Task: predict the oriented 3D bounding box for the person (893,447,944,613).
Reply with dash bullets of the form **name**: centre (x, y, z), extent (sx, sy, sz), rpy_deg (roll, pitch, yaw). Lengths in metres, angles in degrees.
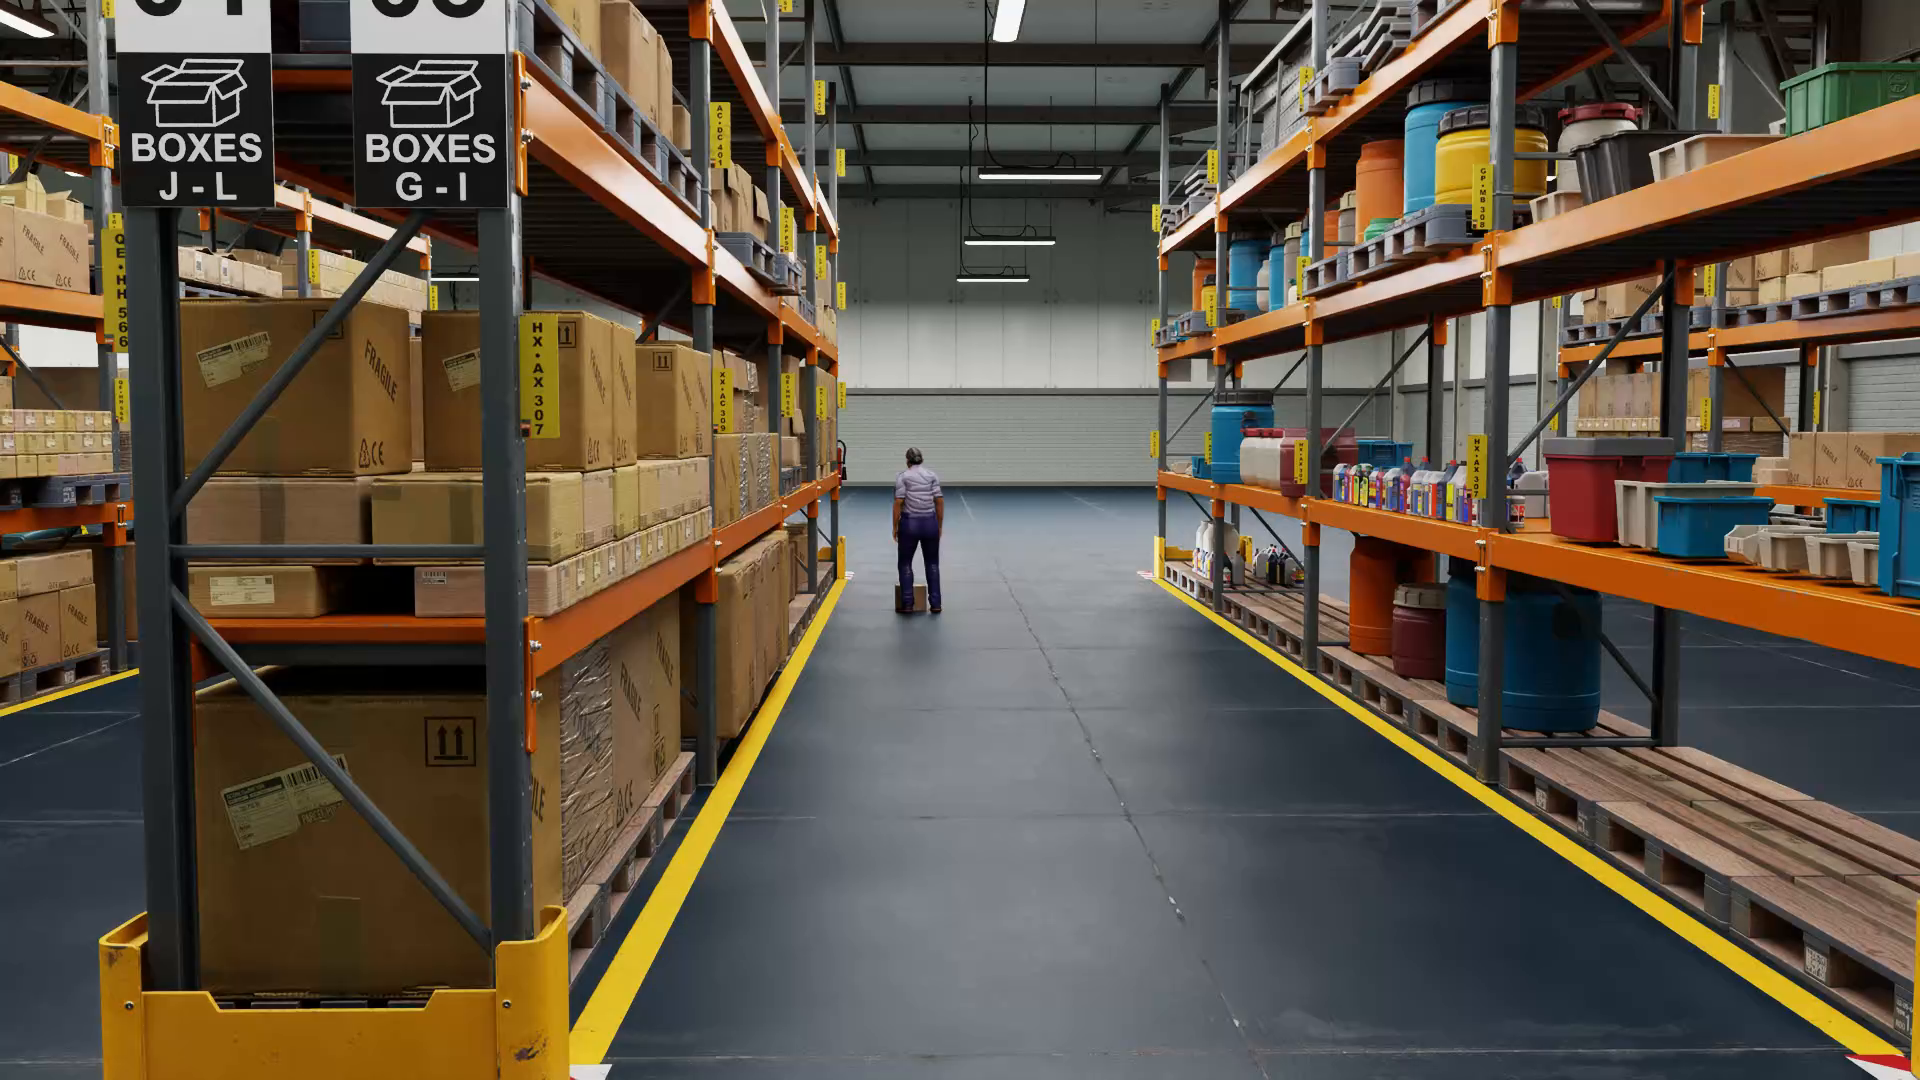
- **person**: centre (-0.413, -0.101, 16.559), extent (0.538, 1.651, 0.378), rpy_deg (-1, 4, -17)
